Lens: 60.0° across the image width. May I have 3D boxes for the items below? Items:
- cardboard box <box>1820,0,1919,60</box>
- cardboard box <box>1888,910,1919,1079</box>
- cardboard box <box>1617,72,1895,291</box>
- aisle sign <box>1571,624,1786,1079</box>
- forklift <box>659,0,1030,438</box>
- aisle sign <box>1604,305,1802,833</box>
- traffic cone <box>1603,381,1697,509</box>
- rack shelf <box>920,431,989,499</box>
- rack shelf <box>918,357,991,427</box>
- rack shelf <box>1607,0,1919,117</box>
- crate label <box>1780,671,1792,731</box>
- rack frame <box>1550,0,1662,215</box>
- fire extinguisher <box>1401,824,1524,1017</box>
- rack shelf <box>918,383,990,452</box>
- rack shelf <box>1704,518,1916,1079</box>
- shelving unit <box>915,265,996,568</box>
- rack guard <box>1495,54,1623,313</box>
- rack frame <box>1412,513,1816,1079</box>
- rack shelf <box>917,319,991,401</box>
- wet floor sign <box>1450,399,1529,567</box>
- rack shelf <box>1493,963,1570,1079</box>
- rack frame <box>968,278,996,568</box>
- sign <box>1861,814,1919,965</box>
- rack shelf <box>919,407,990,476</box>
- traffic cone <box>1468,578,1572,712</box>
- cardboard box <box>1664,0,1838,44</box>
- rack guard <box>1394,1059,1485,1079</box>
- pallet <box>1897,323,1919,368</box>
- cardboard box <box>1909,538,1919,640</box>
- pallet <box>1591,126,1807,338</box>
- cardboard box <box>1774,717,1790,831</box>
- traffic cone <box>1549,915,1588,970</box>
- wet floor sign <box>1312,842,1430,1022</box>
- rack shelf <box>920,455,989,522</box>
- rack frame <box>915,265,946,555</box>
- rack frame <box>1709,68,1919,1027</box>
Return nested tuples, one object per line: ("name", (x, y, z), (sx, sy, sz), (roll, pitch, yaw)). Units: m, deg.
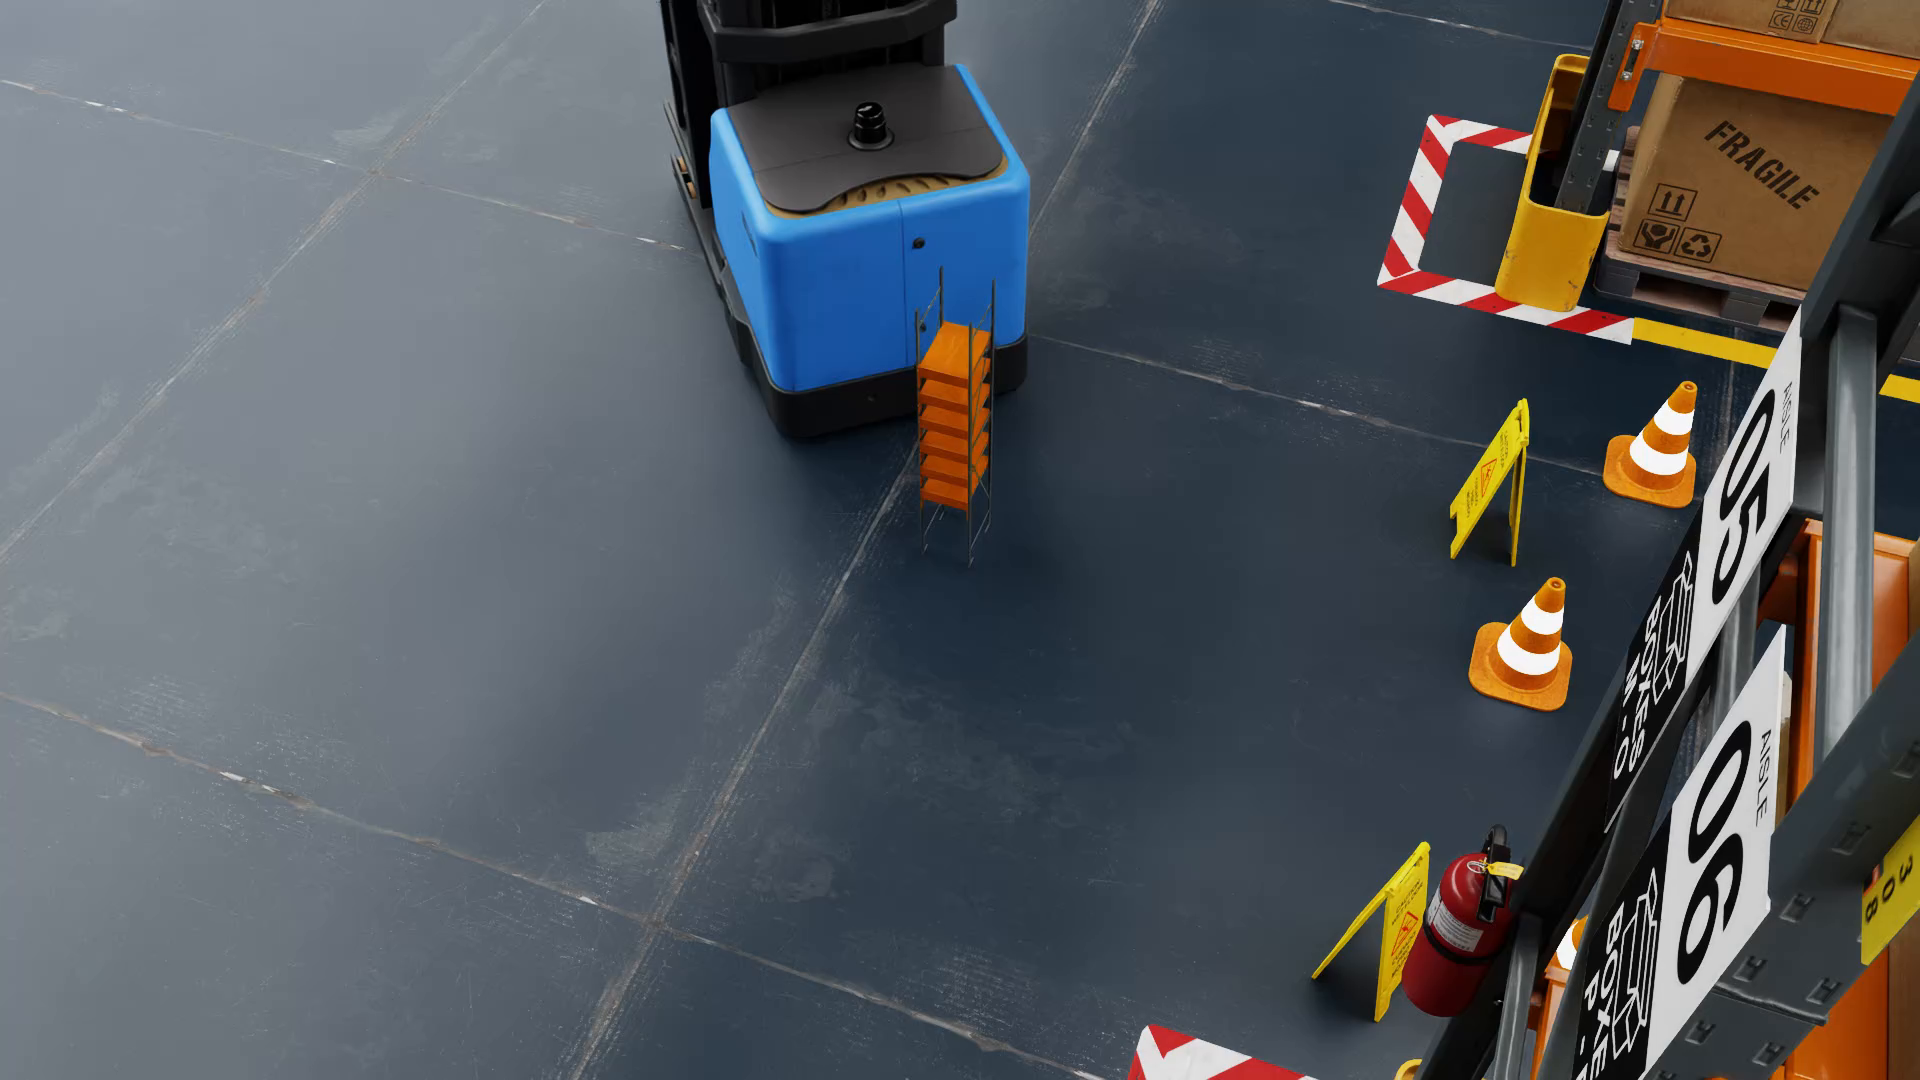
("cardboard box", (3.566, -2.247, 6.113), (0.550, 0.550, 0.875), (16, 51, 13))
("cardboard box", (1.256, 0.561, 1.960), (0.250, 0.149, 0.380), (16, 51, 13))
("cardboard box", (3.337, -1.702, 6.868), (0.875, 0.875, 0.875), (16, 51, 13))
("aisle sign", (0.892, 0.496, 2.115), (0.004, 0.787, 0.394), (16, 51, 13))
("forklift", (-0.678, -2.500, 6.477), (1.130, 2.935, 3.031), (-14, 51, -12))
("aisle sign", (1.100, 0.071, 2.483), (0.004, 0.787, 0.394), (16, 51, 13))
("traffic cone", (2.684, -0.415, 6.303), (0.334, 0.463, 0.336), (16, 51, 13))
("rack shelf", (-0.014, -0.289, 5.924), (0.180, 0.103, 0.258), (16, 51, 13))
("rack shelf", (-0.014, -0.525, 5.652), (0.180, 0.103, 0.258), (16, 51, 13))
("rack shelf", (4.555, -1.632, 6.155), (4.000, 0.370, 1.077), (16, 51, 13))
("crate label", (2.733, 0.566, 5.669), (0.298, 0.136, 0.250), (-7, 49, -6))
("rack frame", (2.678, -2.391, 6.338), (0.127, 3.000, 1.000), (16, 51, 13))
("fire extinguisher", (1.110, 0.813, 3.612), (0.183, 0.674, 0.296), (16, 51, 13))
("rack shelf", (-0.014, -0.446, 5.743), (0.180, 0.103, 0.258), (16, 51, 13))
("rack shelf", (2.934, 0.921, 1.958), (4.000, 0.370, 1.077), (16, 51, 13))
("shelving unit", (-0.014, -0.397, 5.800), (0.189, 1.200, 0.258), (16, 51, 13))
("rack guard", (2.656, -1.579, 7.288), (0.348, 0.500, 1.175), (16, 51, 13))
("rack frame", (1.058, 1.144, 3.274), (0.127, 3.000, 1.000), (16, 51, 13))
("rack shelf", (-0.014, -0.603, 5.561), (0.180, 0.103, 0.258), (16, 51, 13))
("wet floor sign", (1.965, -0.224, 6.017), (0.232, 0.644, 0.267), (8, 50, 7))
("rack shelf", (2.934, 1.903, 3.091), (4.000, 0.370, 1.077), (16, 51, 13))
("rack frame", (0.072, -0.373, 5.779), (0.006, 1.200, 0.240), (16, 51, 13))
("sign", (0.870, 0.260, 1.476), (0.005, 0.325, 0.100), (16, 51, 13))
("rack shelf", (-0.014, -0.368, 5.833), (0.180, 0.103, 0.258), (16, 51, 13))
("traffic cone", (1.974, 0.297, 5.686), (0.334, 0.463, 0.336), (16, 51, 13))
("cardboard box", (3.042, -2.375, 6.225), (0.550, 0.550, 0.875), (16, 51, 13))
("rack guard", (1.129, 1.983, 4.201), (0.348, 0.500, 1.175), (16, 51, 13))
("pallet", (4.596, -1.003, 6.980), (1.213, 0.211, 1.003), (16, 51, 13))
("cardboard box", (1.489, 0.139, 2.326), (0.250, 0.149, 0.380), (16, 51, 13))
("pallet", (3.456, -1.324, 7.258), (1.213, 0.211, 1.003), (16, 51, 13))
("cardboard box", (1.613, 0.665, 2.764), (0.500, 0.500, 0.700), (14, 51, 12))
("traffic cone", (1.908, 1.173, 4.927), (0.334, 0.463, 0.336), (16, 51, 13))
("wet floor sign", (1.250, 1.107, 4.864), (0.232, 0.644, 0.267), (33, 57, 25))
("rack shelf", (-0.014, -0.210, 6.015), (0.180, 0.103, 0.258), (16, 51, 13))
("rack frame", (-0.099, -0.421, 5.821), (0.006, 1.200, 0.240), (16, 51, 13))
("rack frame", (1.058, -0.821, 1.006), (0.127, 3.000, 1.000), (16, 51, 13))
